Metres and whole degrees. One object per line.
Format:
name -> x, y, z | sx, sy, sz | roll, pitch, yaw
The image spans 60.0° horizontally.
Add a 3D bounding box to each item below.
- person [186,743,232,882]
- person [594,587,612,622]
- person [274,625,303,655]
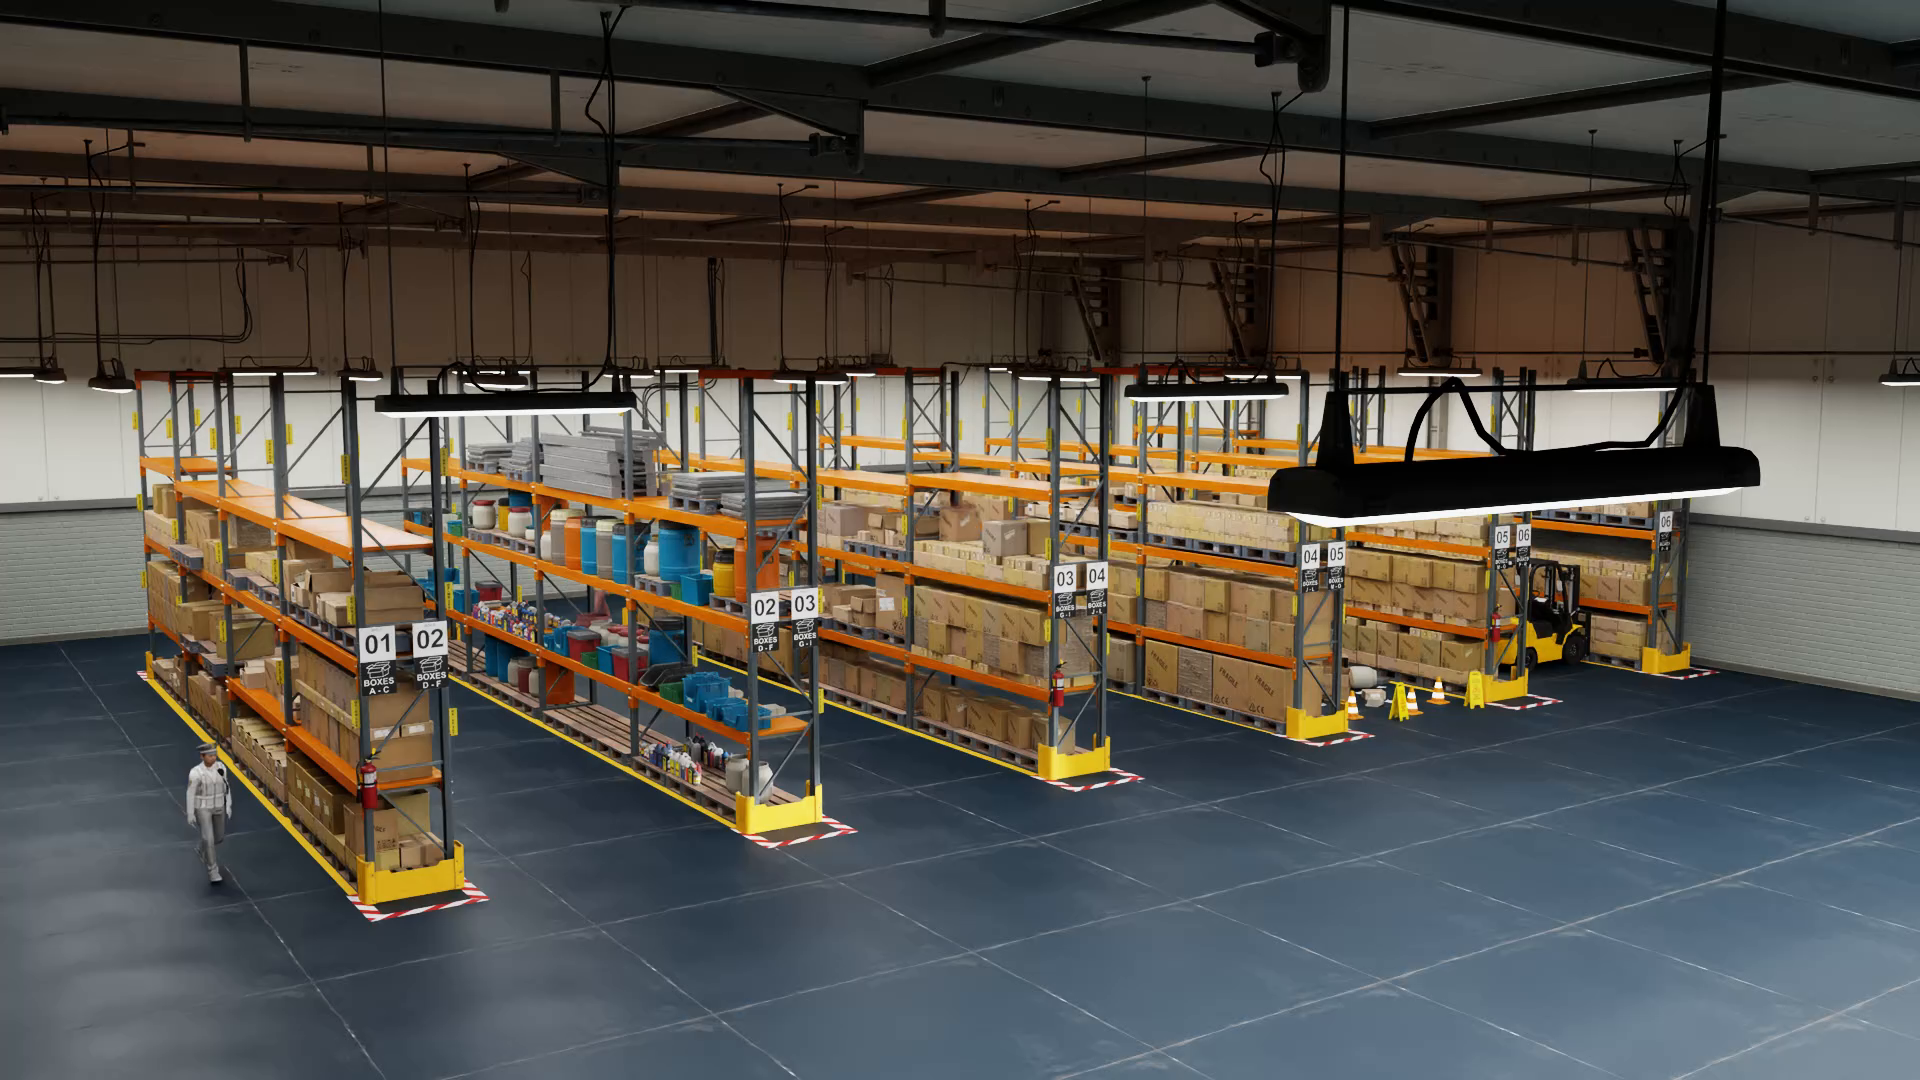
person -> -9.097, 3.244, 20.152 | 0.908, 1.633, 0.516 | 5, 8, 38
person -> -8.421, 1.152, 38.542 | 0.470, 1.643, 0.822 | 5, 8, 40
person -> -12.417, 1.996, 30.951 | 0.635, 1.655, 1.084 | -4, 8, -33
